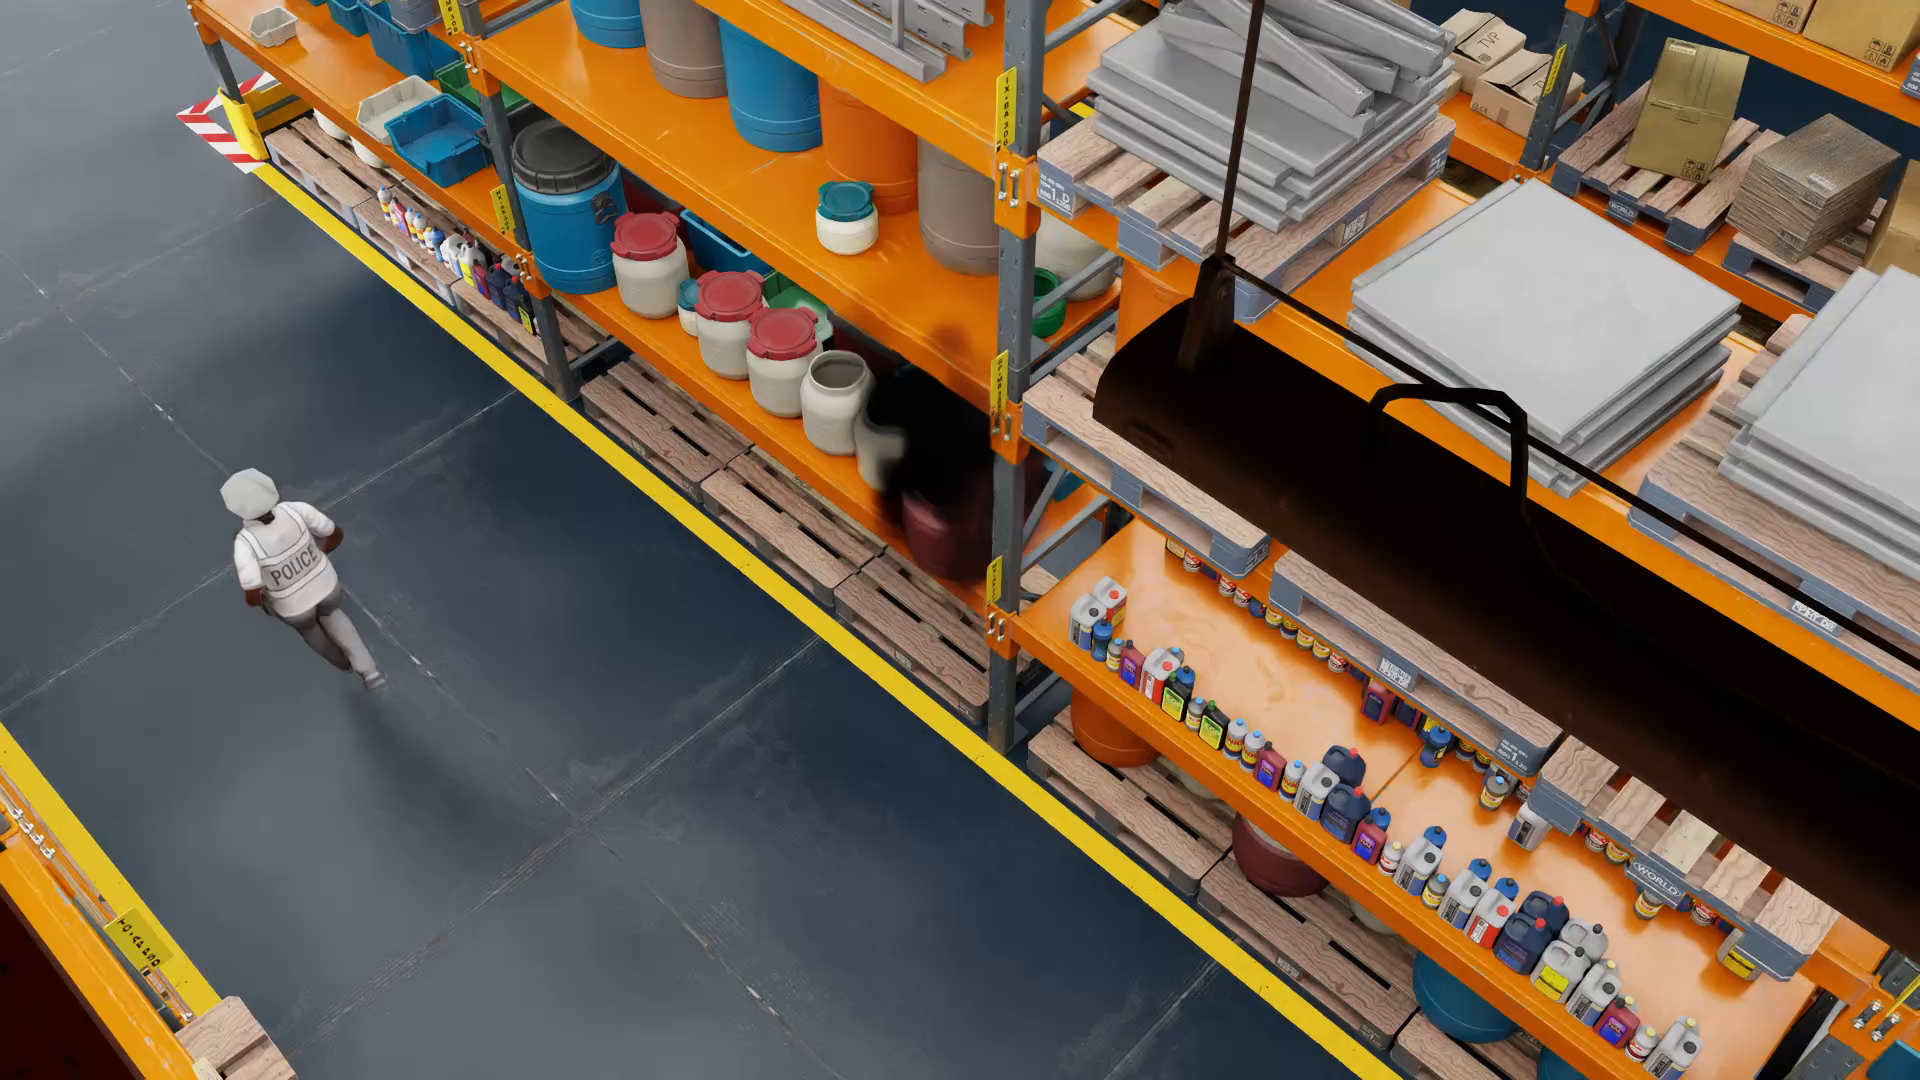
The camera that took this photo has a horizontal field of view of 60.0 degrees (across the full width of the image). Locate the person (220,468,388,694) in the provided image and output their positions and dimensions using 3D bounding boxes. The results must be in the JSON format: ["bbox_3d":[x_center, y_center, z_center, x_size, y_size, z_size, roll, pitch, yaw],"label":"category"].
[{"bbox_3d":[-3.442,0.273,8.713,0.624,1.682,0.599,32,57,24],"label":"person"}]
